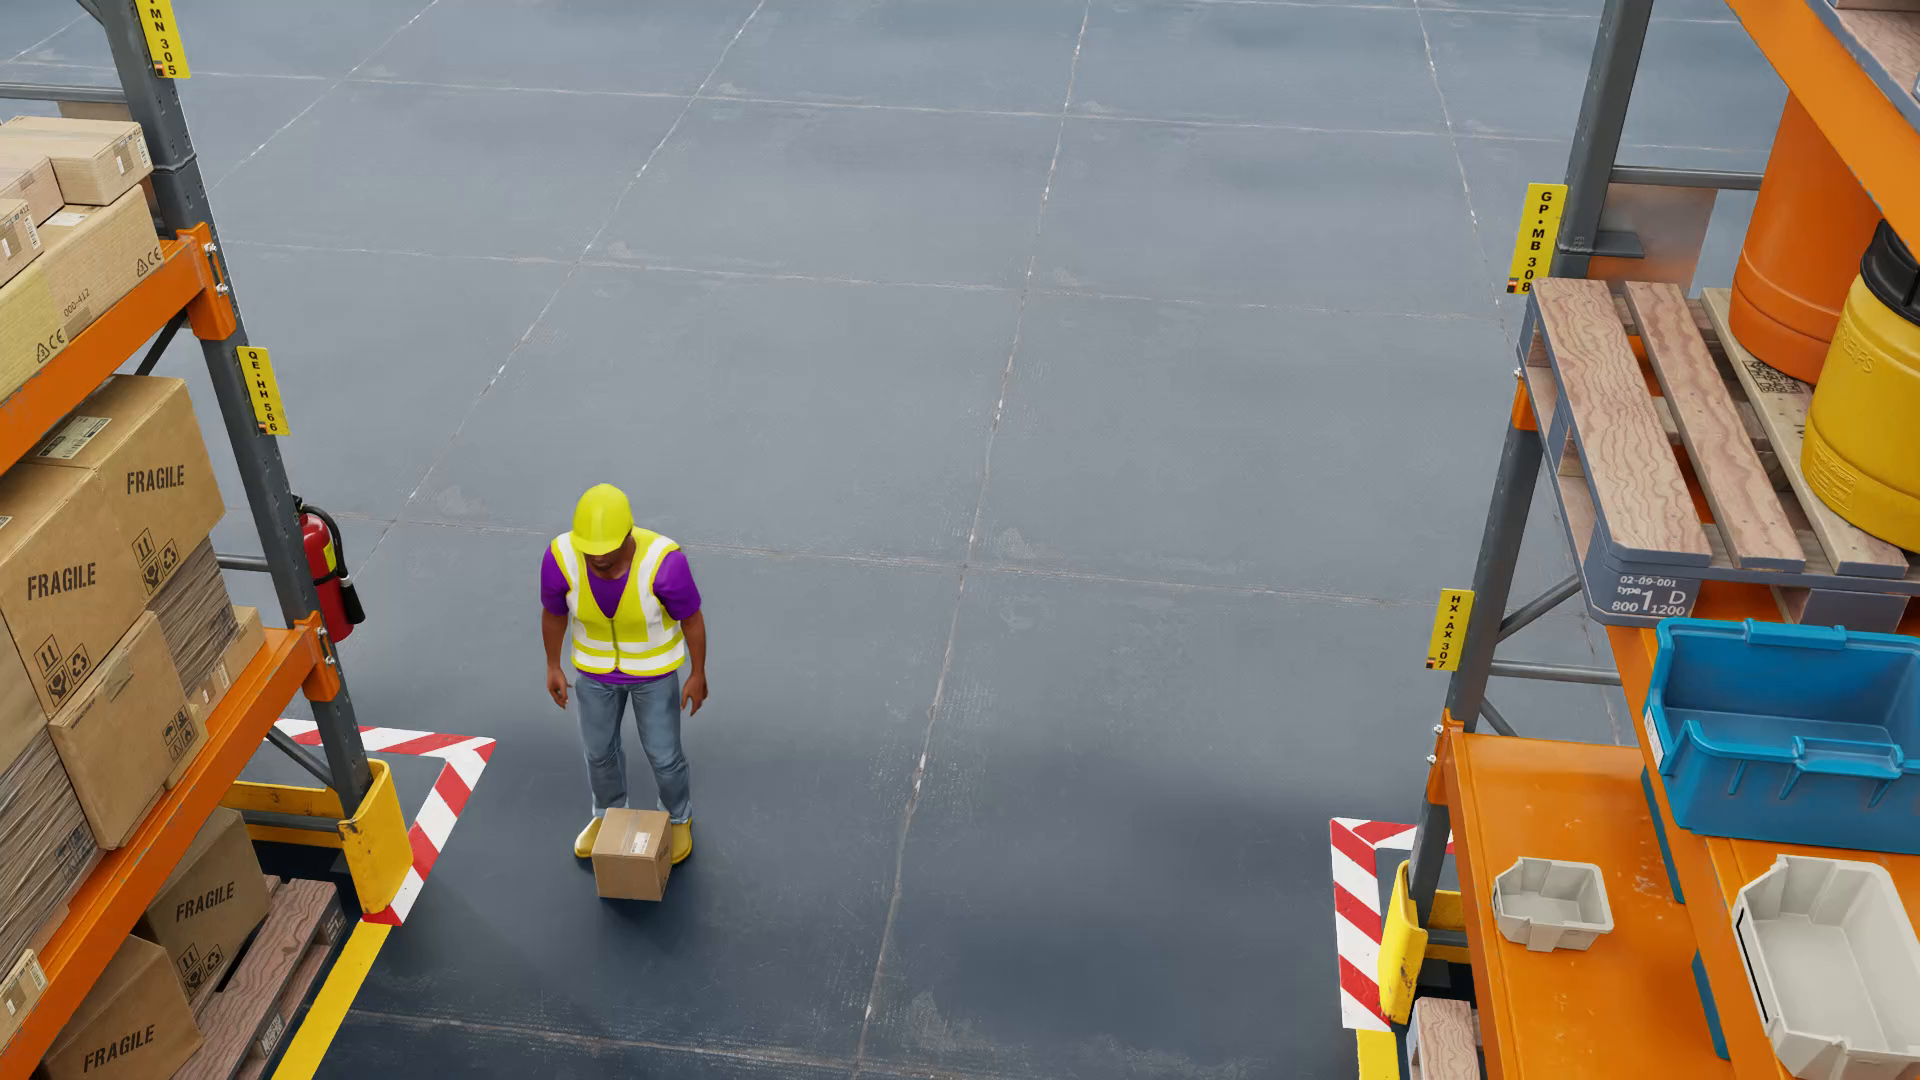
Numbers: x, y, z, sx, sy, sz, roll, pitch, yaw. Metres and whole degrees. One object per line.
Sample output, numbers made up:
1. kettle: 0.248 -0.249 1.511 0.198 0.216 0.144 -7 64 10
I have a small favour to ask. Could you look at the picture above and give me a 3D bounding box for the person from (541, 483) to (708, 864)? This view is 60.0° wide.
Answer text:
1. person: -1.273 0.503 6.332 0.626 1.759 0.463 3 36 4
